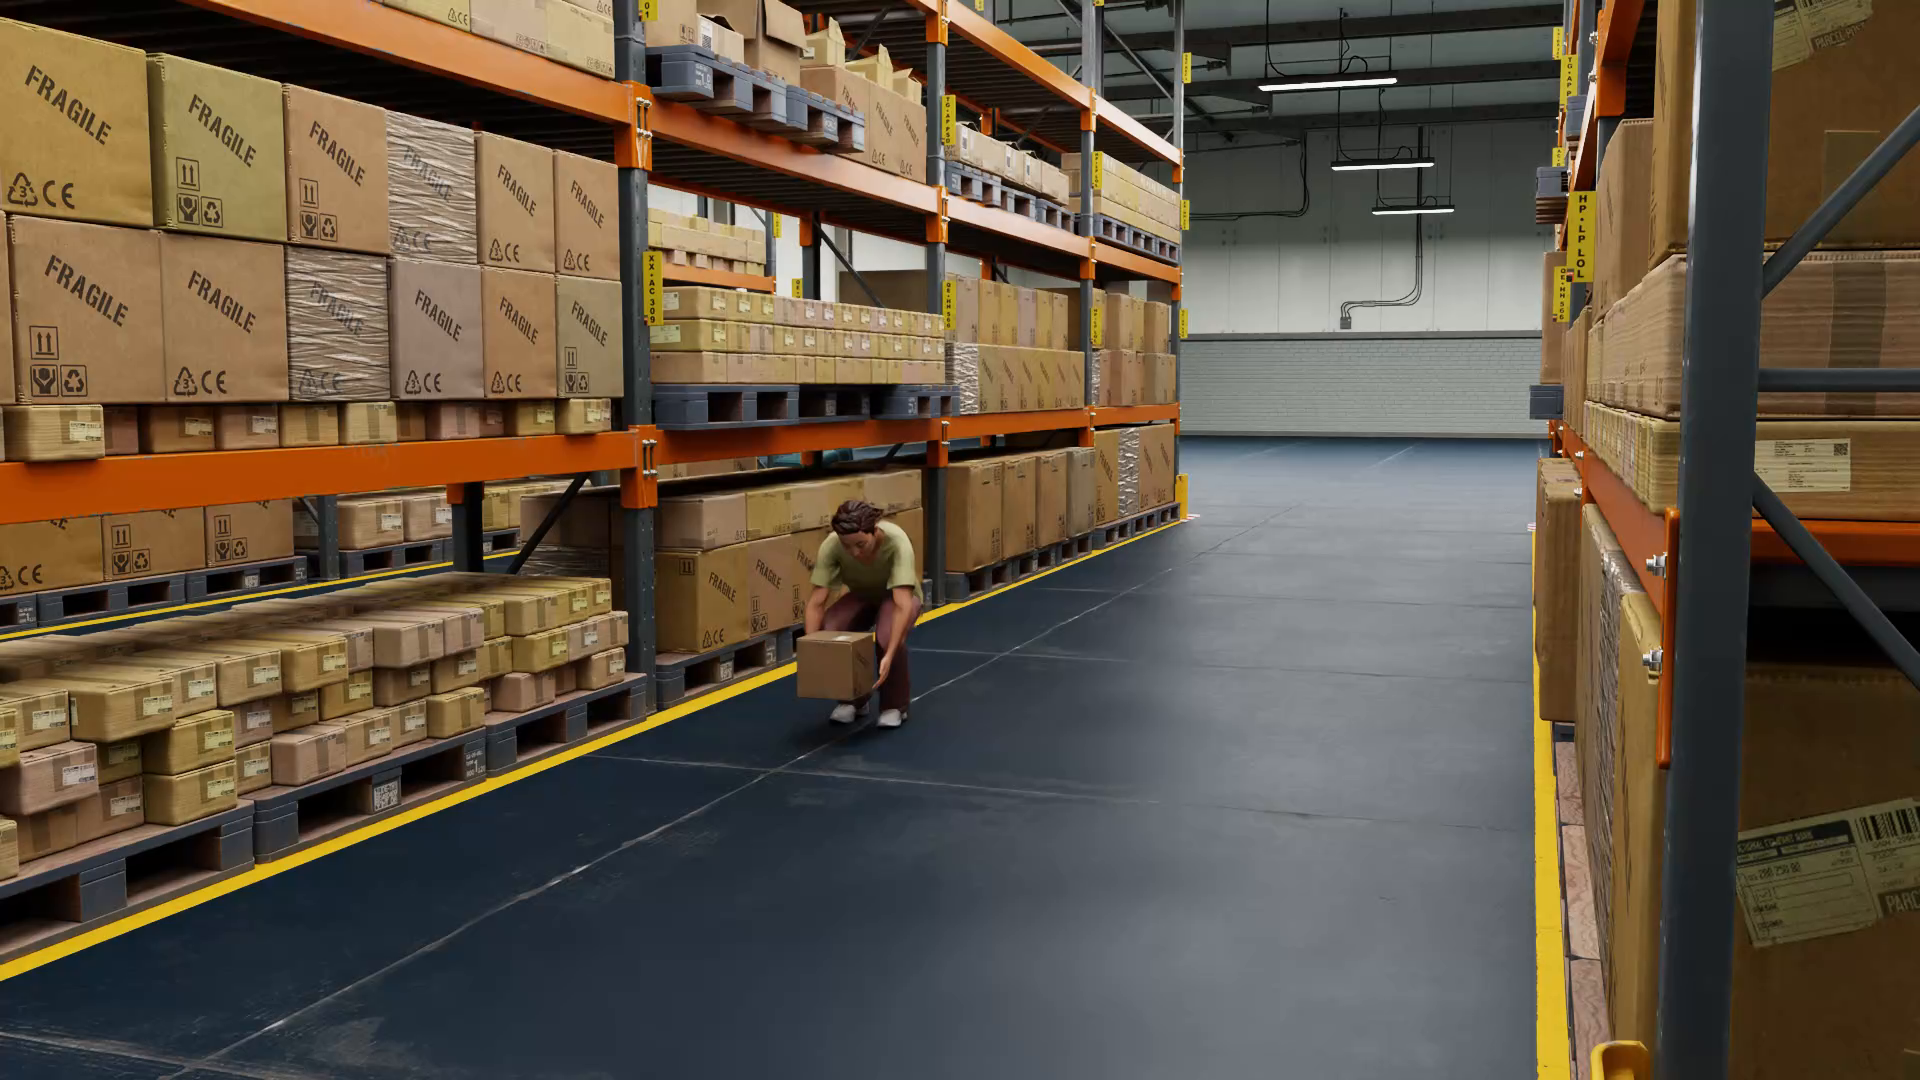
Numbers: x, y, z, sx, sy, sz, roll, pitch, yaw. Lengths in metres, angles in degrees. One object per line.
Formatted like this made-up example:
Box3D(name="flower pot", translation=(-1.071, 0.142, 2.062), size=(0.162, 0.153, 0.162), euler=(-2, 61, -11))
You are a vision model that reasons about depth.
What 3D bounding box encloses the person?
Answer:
Box3D(name="person", translation=(-0.386, 0.313, 7.358), size=(0.497, 1.028, 0.763), euler=(2, 6, 18))
